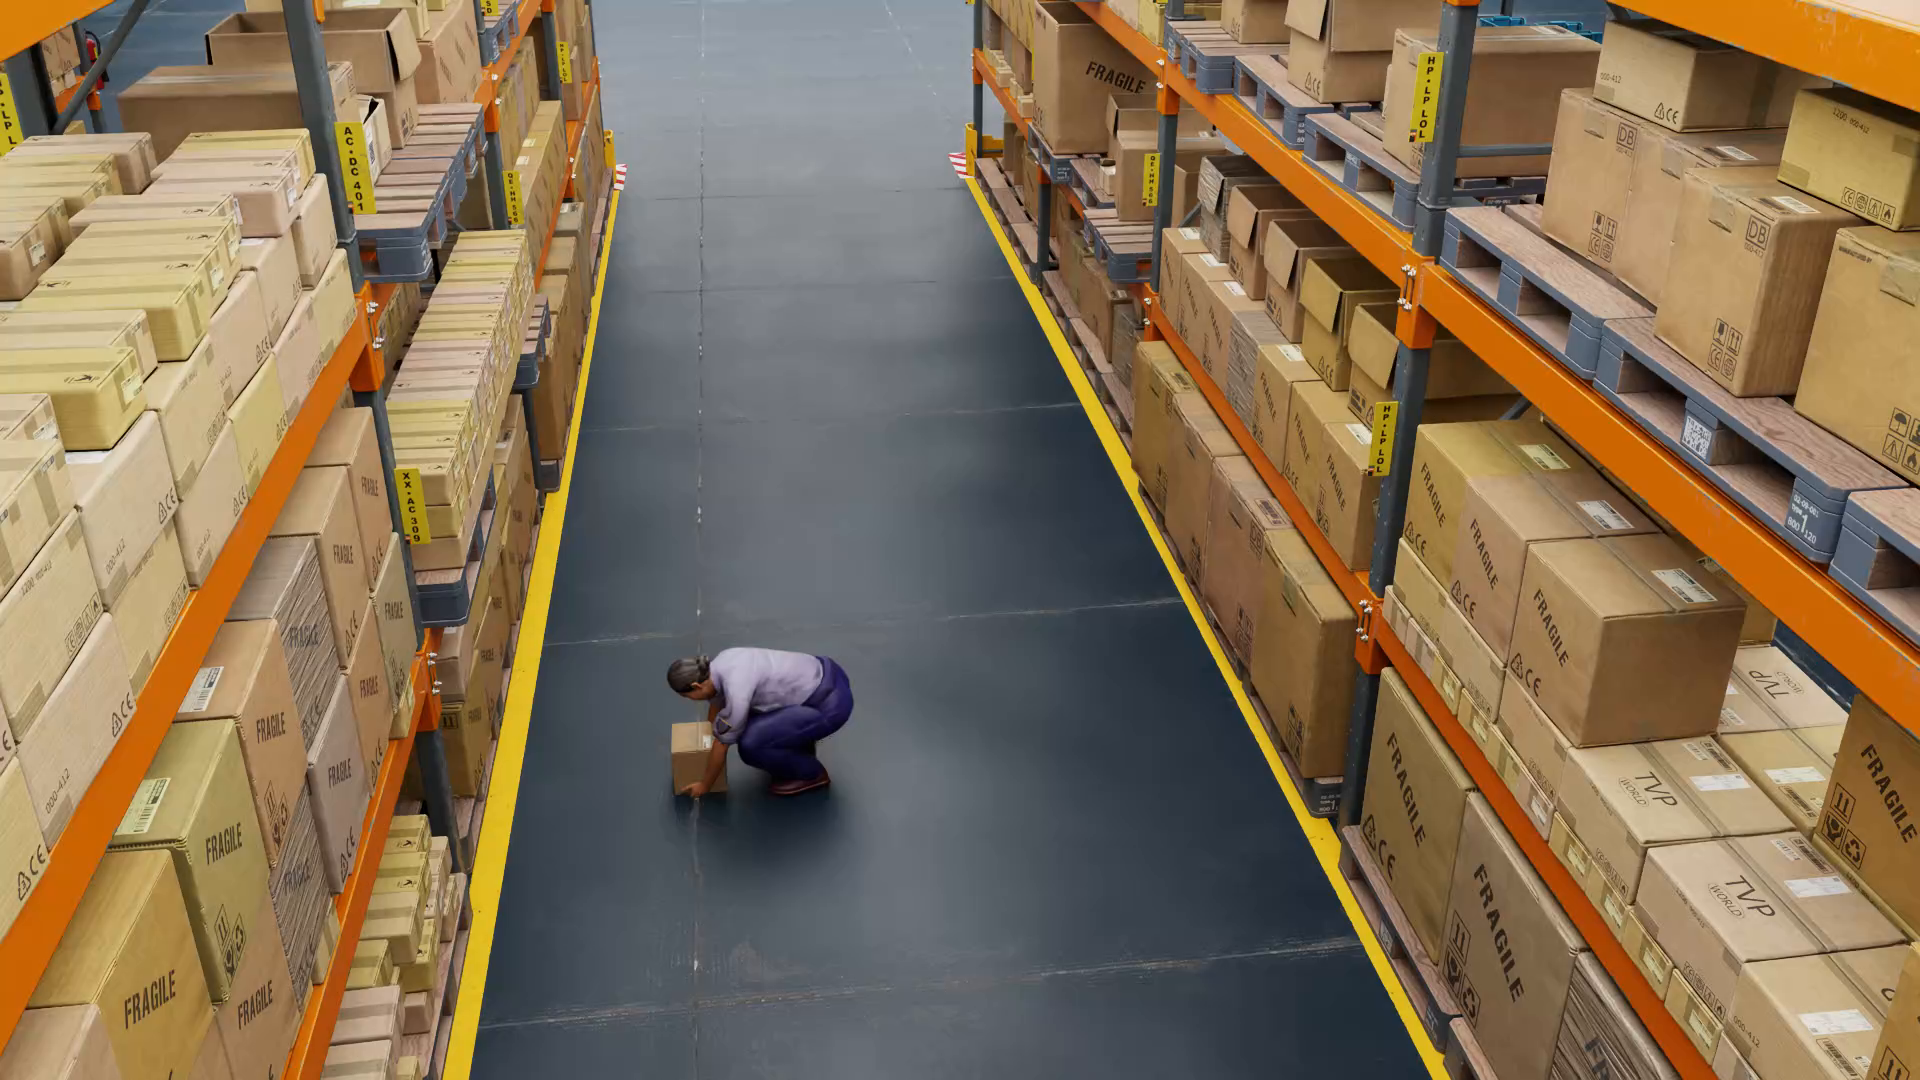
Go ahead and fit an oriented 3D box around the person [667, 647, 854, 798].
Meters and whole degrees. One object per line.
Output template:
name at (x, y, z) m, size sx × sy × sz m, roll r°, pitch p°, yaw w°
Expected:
person at (-0.950, 0.848, 8.031) m, size 0.870 × 0.773 × 0.506 m, roll -4°, pitch 28°, yaw -8°
